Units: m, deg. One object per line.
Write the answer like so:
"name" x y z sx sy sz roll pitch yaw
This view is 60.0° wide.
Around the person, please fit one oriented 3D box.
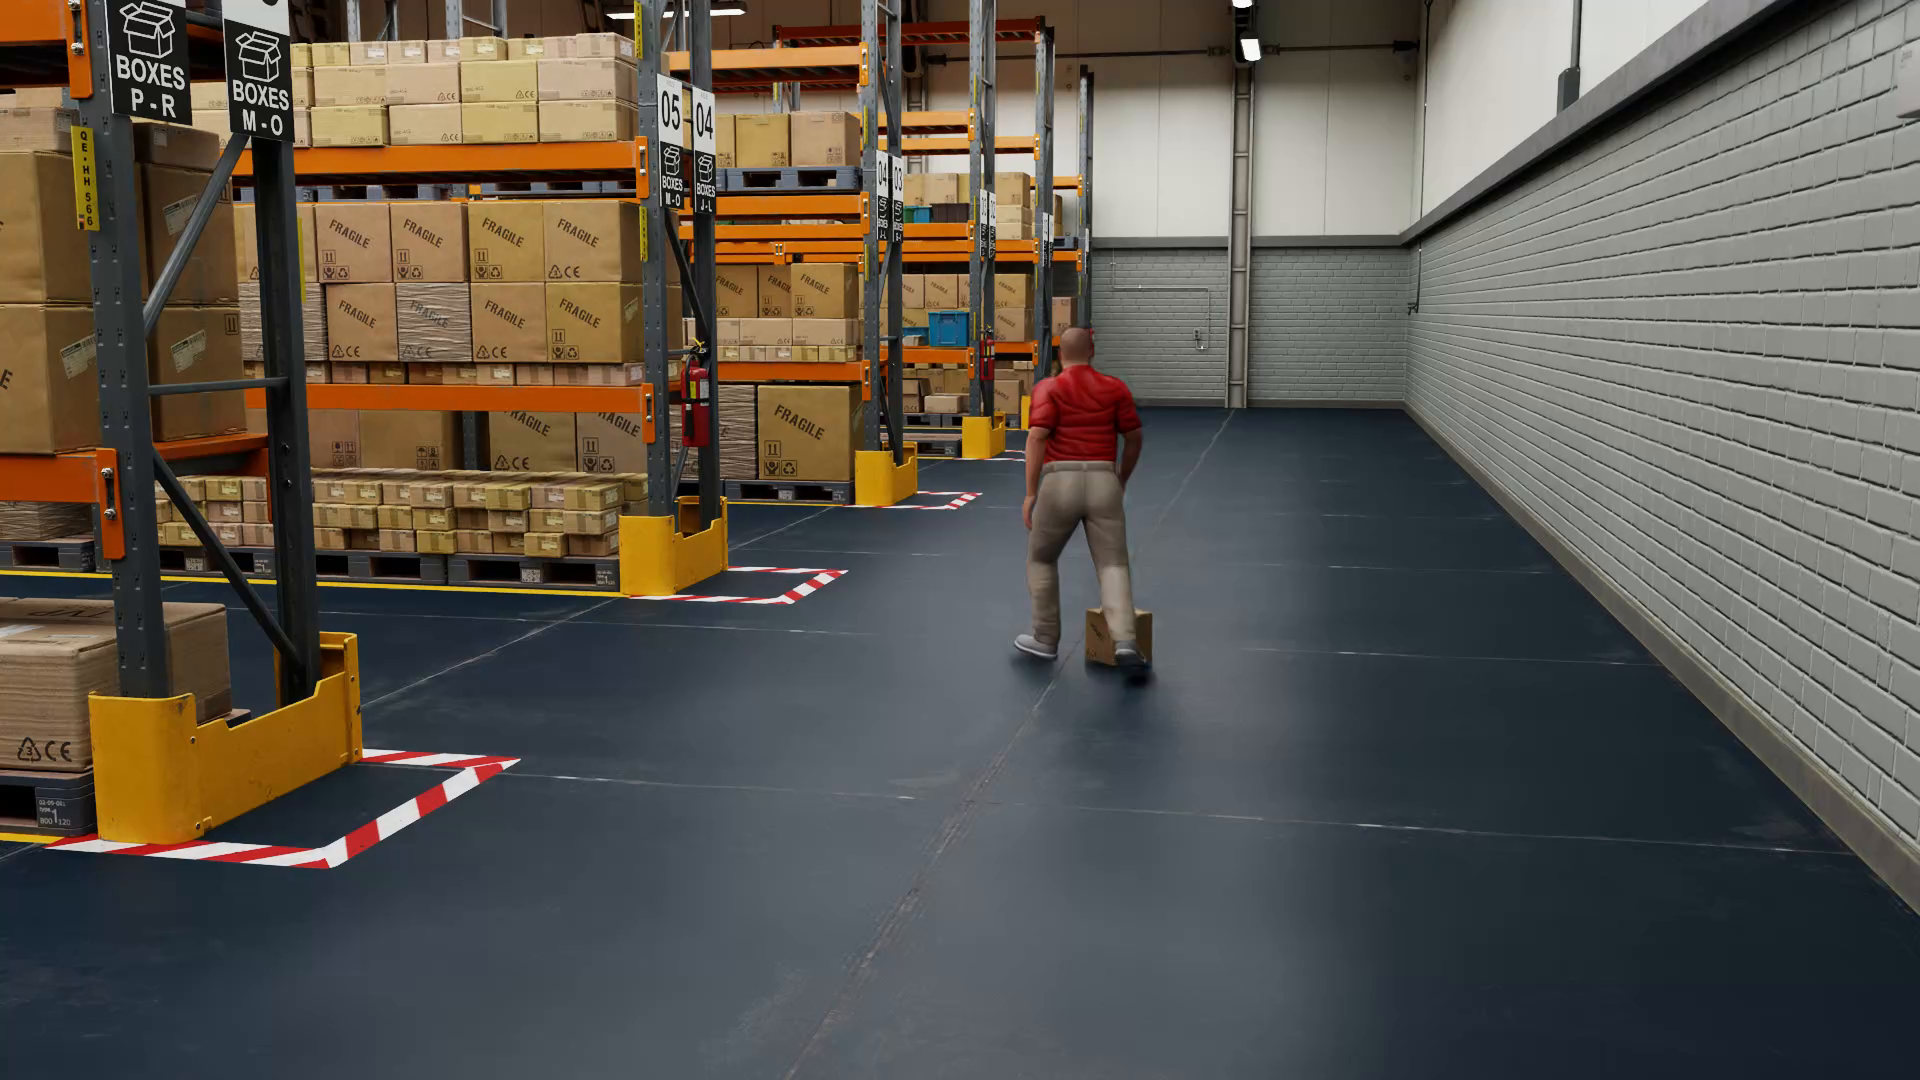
"person" 0.621 -0.208 8.212 0.631 1.673 0.825 -1 8 -6
